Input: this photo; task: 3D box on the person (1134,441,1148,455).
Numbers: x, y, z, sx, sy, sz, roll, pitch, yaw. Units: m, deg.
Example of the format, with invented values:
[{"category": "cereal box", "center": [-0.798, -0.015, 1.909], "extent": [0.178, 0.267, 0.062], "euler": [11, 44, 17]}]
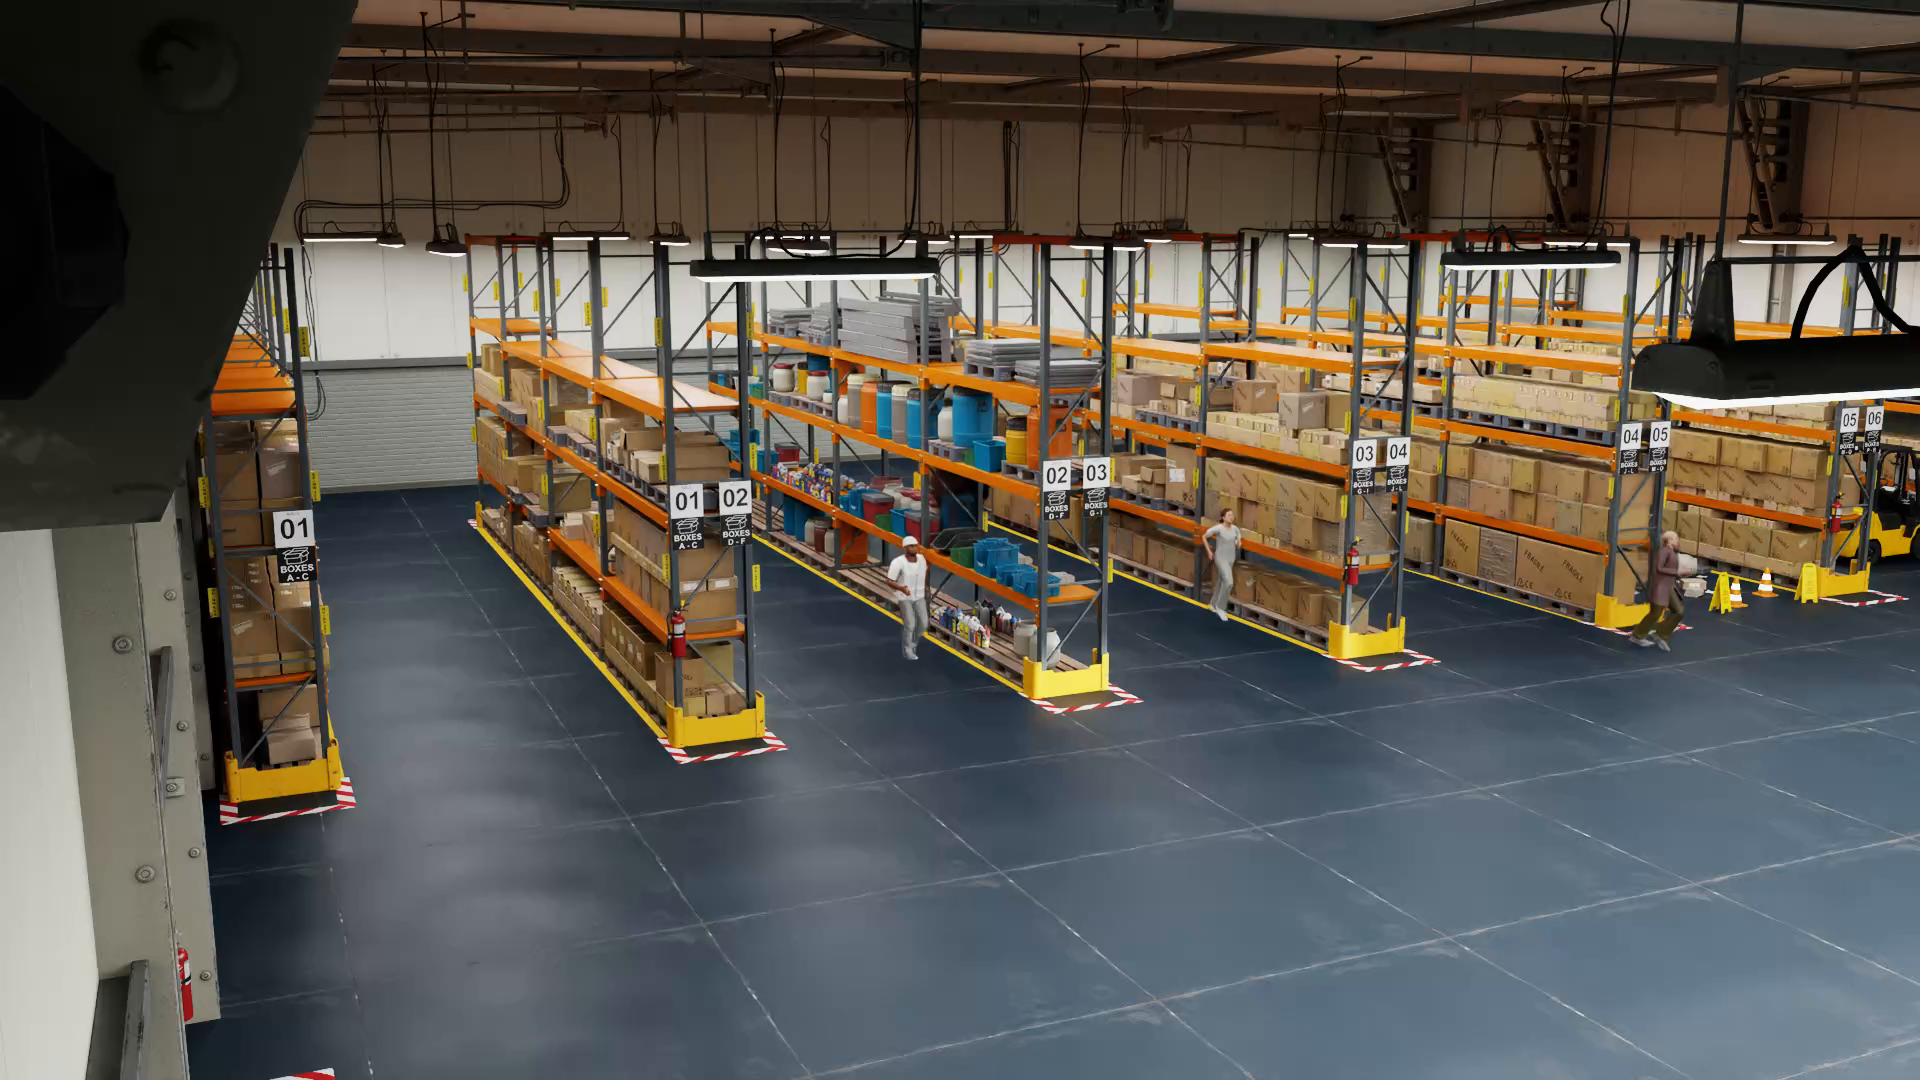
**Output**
[{"category": "person", "center": [4.406, -2.579, 41.874], "extent": [0.857, 1.725, 0.759], "euler": [4, 12, 22]}]

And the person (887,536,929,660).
[{"category": "person", "center": [-0.638, 0.822, 22.895], "extent": [0.713, 1.769, 0.557], "euler": [-7, 13, -32]}]

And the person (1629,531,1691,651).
[{"category": "person", "center": [10.486, 0.754, 24.750], "extent": [0.759, 1.791, 0.712], "euler": [10, 15, 42]}]

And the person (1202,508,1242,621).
[{"category": "person", "center": [4.058, 0.363, 25.417], "extent": [0.546, 1.730, 0.649], "euler": [-7, 13, -33]}]
